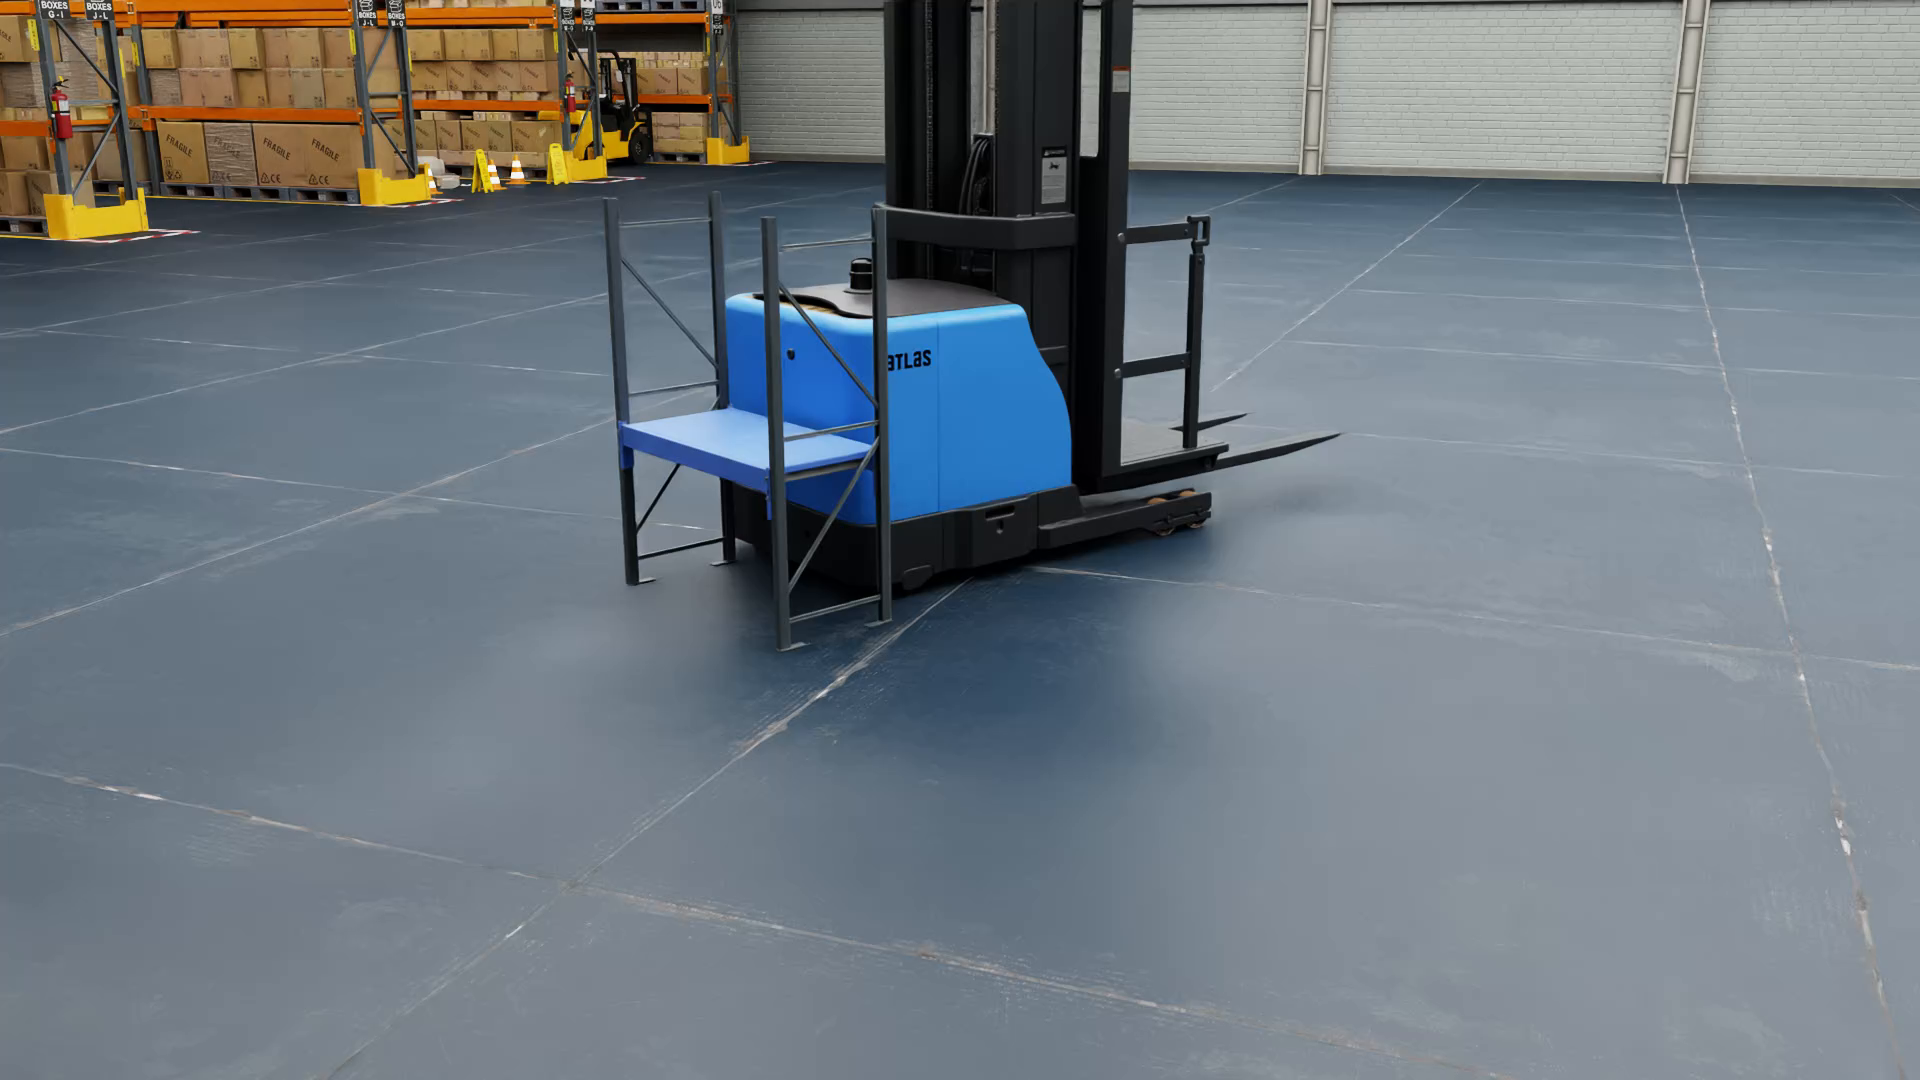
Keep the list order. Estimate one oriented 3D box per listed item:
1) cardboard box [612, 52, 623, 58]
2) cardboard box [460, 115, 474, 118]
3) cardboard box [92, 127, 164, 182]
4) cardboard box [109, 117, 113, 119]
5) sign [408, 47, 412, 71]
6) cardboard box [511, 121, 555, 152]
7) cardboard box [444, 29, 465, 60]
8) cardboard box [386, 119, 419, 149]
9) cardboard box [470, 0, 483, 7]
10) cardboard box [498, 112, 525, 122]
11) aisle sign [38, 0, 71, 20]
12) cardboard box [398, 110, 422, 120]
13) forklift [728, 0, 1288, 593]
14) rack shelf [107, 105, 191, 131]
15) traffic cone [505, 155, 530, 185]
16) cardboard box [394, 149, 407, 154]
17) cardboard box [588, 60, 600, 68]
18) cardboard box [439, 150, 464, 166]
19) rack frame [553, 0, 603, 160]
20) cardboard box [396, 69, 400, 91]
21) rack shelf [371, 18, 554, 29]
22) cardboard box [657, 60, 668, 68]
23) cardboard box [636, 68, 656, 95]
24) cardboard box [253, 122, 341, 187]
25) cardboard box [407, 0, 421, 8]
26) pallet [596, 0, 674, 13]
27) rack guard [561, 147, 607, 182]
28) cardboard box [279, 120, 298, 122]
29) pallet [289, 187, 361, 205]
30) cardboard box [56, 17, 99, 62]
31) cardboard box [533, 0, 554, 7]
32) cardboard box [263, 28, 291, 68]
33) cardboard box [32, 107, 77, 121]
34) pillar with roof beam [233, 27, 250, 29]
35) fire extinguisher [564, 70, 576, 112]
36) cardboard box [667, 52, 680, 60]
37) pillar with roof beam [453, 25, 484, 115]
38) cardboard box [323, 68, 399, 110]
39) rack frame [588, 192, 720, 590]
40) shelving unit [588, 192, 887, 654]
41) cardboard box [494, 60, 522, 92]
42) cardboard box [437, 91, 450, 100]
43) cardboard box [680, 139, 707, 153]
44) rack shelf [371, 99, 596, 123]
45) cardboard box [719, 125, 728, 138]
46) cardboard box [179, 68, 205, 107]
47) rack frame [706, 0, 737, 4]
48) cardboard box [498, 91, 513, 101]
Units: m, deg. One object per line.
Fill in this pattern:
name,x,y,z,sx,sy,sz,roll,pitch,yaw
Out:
cardboard box,-6.654,-9.556,32.835,0.250,0.149,0.380,6,17,21
cardboard box,-10.216,-8.565,34.803,0.625,0.625,0.875,6,17,18
cardboard box,-12.458,-5.875,25.314,0.750,0.750,1.050,6,17,20
cardboard box,-16.118,-7.875,31.976,0.875,0.875,0.875,7,18,22
sign,-7.917,-6.902,23.873,0.005,0.325,0.100,6,17,21
cardboard box,-7.245,-6.854,28.238,0.500,0.500,0.500,6,17,21
cardboard box,-8.353,-8.432,28.331,0.500,0.500,0.700,6,17,20
cardboard box,-9.675,-7.119,29.149,0.500,0.500,0.500,7,18,23
cardboard box,-8.020,-9.021,27.937,0.250,0.149,0.380,6,17,19
cardboard box,-7.611,-7.186,28.217,0.250,0.149,0.380,7,18,22
aisle sign,-10.093,-6.193,18.463,0.004,0.787,0.394,6,17,21
cardboard box,-9.581,-7.402,28.961,0.250,0.149,0.380,7,17,21
forklift,0.417,-1.548,7.248,1.130,2.935,3.031,14,21,40
rack shelf,-13.708,-6.573,25.725,4.000,0.370,1.077,6,17,21
traffic cone,-7.277,-6.090,27.321,0.334,0.463,0.336,6,17,21
cardboard box,-9.627,-6.346,28.133,0.500,0.500,0.500,-9,18,-27
cardboard box,-7.167,-9.437,32.958,0.250,0.149,0.380,6,17,20
cardboard box,-8.680,-6.654,28.891,0.500,0.250,0.500,6,17,20
rack frame,-6.404,-7.599,27.968,0.127,3.000,1.000,6,17,21
cardboard box,-9.818,-8.082,28.918,0.500,0.500,0.500,6,17,20
rack shelf,-10.168,-10.595,34.200,4.000,0.370,1.077,6,17,21
cardboard box,-5.705,-9.298,32.479,0.250,0.149,0.380,6,17,20
cardboard box,-6.096,-9.025,32.700,0.500,0.500,0.500,6,17,20
cardboard box,-9.601,-5.628,24.236,0.875,0.875,0.875,6,17,20
cardboard box,-9.213,-9.159,28.411,0.250,0.149,0.380,7,18,22
pallet,-6.373,-10.488,32.699,1.213,0.211,1.003,6,17,21
rack guard,-6.475,-6.406,28.344,0.348,0.500,1.175,6,17,21
cardboard box,-14.420,-8.903,36.192,0.500,0.500,0.500,6,17,19
pallet,-8.899,-5.027,24.111,1.213,0.211,1.003,6,17,21
cardboard box,-10.452,-5.827,19.358,0.500,0.500,0.500,6,17,21
cardboard box,-6.839,-8.883,27.461,0.250,0.149,0.380,6,17,21
cardboard box,-9.474,-7.068,23.935,0.550,0.550,0.875,6,17,21
cardboard box,-10.381,-4.884,19.066,0.250,0.149,0.380,6,17,21
pillar with roof beam,-17.646,-12.184,33.001,0.400,9.000,9.100,6,17,21
fire extinguisher,-6.467,-7.430,27.527,0.183,0.674,0.296,6,17,21
cardboard box,-5.491,-9.408,32.323,0.250,0.149,0.380,7,17,22
pillar with roof beam,-12.064,-11.570,30.887,0.400,9.000,9.100,6,17,21
cardboard box,-8.488,-6.403,23.580,0.550,0.550,0.875,6,17,21
rack frame,-1.176,-0.576,6.468,0.500,1.500,0.032,-15,22,-43
shelving unit,-0.818,-0.476,6.122,0.538,1.500,1.048,-15,22,-43
cardboard box,-7.474,-7.826,28.039,0.500,0.500,0.500,6,17,21
cardboard box,-8.763,-7.639,28.556,0.250,0.149,0.380,6,17,21
cardboard box,-5.139,-7.734,32.612,0.500,0.250,0.500,6,17,21
rack shelf,-8.264,-7.458,28.773,4.000,0.370,1.077,6,17,21
cardboard box,-4.947,-8.110,33.010,0.500,0.250,0.500,7,17,22
cardboard box,-10.980,-6.701,24.606,0.550,0.550,0.875,6,17,21
rack frame,-4.586,-11.768,31.568,0.127,3.000,1.000,6,17,21
cardboard box,-7.588,-7.508,28.107,0.250,0.149,0.380,7,17,22
